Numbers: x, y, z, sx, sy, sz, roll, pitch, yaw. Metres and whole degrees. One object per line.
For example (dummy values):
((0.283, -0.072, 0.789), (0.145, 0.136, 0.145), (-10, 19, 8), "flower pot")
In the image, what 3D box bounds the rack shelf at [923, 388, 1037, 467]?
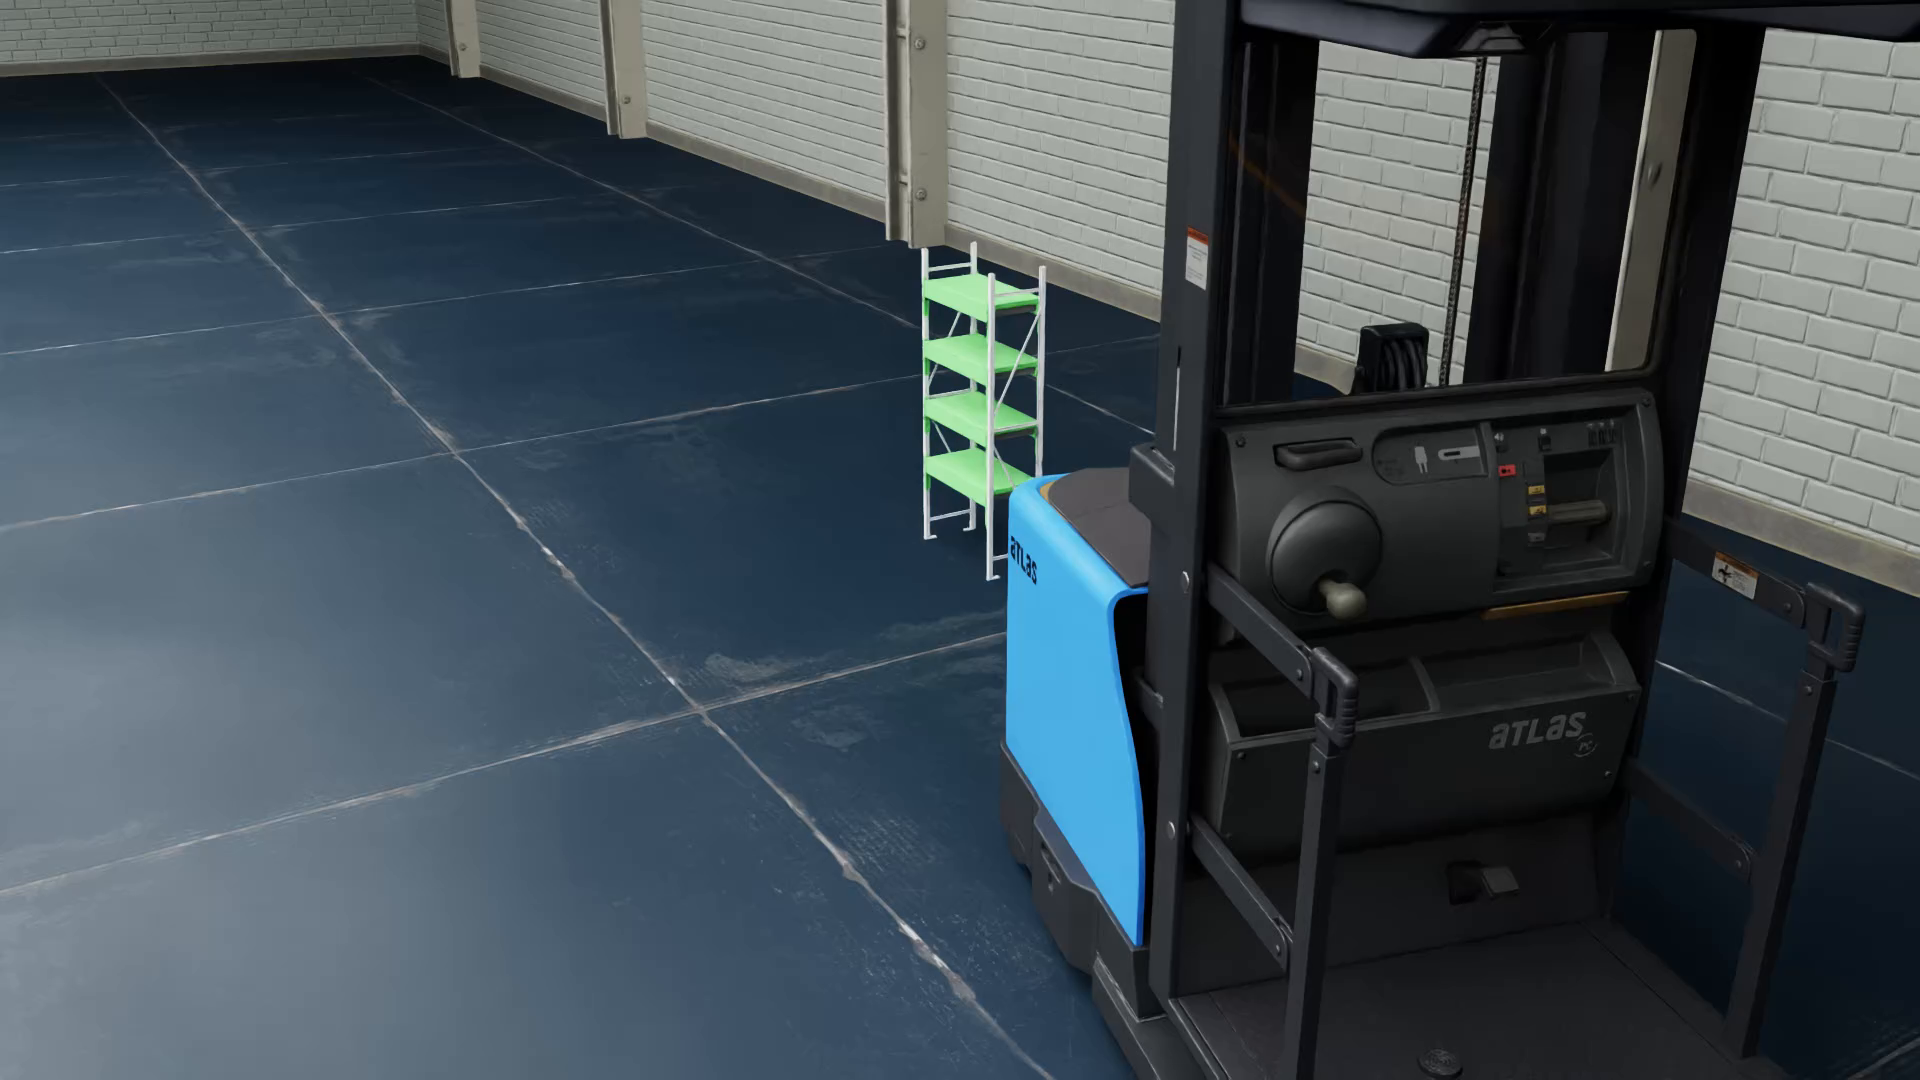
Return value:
((0.085, -0.443, 6.478), (0.258, 0.148, 0.480), (-13, 25, -28), "rack shelf")

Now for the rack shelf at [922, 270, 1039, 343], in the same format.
((0.085, -0.888, 6.297), (0.258, 0.148, 0.480), (-13, 25, -28), "rack shelf")

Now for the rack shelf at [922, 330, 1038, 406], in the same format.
((0.085, -0.665, 6.387), (0.258, 0.148, 0.480), (-13, 25, -28), "rack shelf")

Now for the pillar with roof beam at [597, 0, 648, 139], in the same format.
((-7.082, -7.471, 13.242), (9.100, 9.000, 0.400), (-13, 25, -28), "pillar with roof beam")

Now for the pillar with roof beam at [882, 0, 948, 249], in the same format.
((-4.017, -5.529, 8.463), (9.100, 9.000, 0.400), (-13, 25, -28), "pillar with roof beam")

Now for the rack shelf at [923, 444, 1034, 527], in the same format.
((0.085, -0.221, 6.568), (0.258, 0.148, 0.480), (-13, 25, -28), "rack shelf")

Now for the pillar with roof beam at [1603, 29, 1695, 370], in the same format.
((-0.952, -3.587, 3.685), (9.100, 9.000, 0.400), (-13, 25, -28), "pillar with roof beam")

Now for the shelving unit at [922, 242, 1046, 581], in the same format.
((0.085, -0.502, 6.454), (0.258, 1.200, 0.503), (-13, 25, -28), "shelving unit")

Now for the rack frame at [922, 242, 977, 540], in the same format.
((-0.040, -0.581, 6.648), (0.240, 1.200, 0.015), (-13, 25, -28), "rack frame")

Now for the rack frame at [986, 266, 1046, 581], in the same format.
((0.209, -0.423, 6.259), (0.240, 1.200, 0.015), (-13, 25, -28), "rack frame")

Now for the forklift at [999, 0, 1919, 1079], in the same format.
((1.011, -0.045, 3.029), (1.130, 2.935, 3.031), (-6, 23, -15), "forklift")

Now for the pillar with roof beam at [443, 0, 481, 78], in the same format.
((-10.147, -9.413, 18.020), (9.100, 9.000, 0.400), (-13, 25, -28), "pillar with roof beam")
